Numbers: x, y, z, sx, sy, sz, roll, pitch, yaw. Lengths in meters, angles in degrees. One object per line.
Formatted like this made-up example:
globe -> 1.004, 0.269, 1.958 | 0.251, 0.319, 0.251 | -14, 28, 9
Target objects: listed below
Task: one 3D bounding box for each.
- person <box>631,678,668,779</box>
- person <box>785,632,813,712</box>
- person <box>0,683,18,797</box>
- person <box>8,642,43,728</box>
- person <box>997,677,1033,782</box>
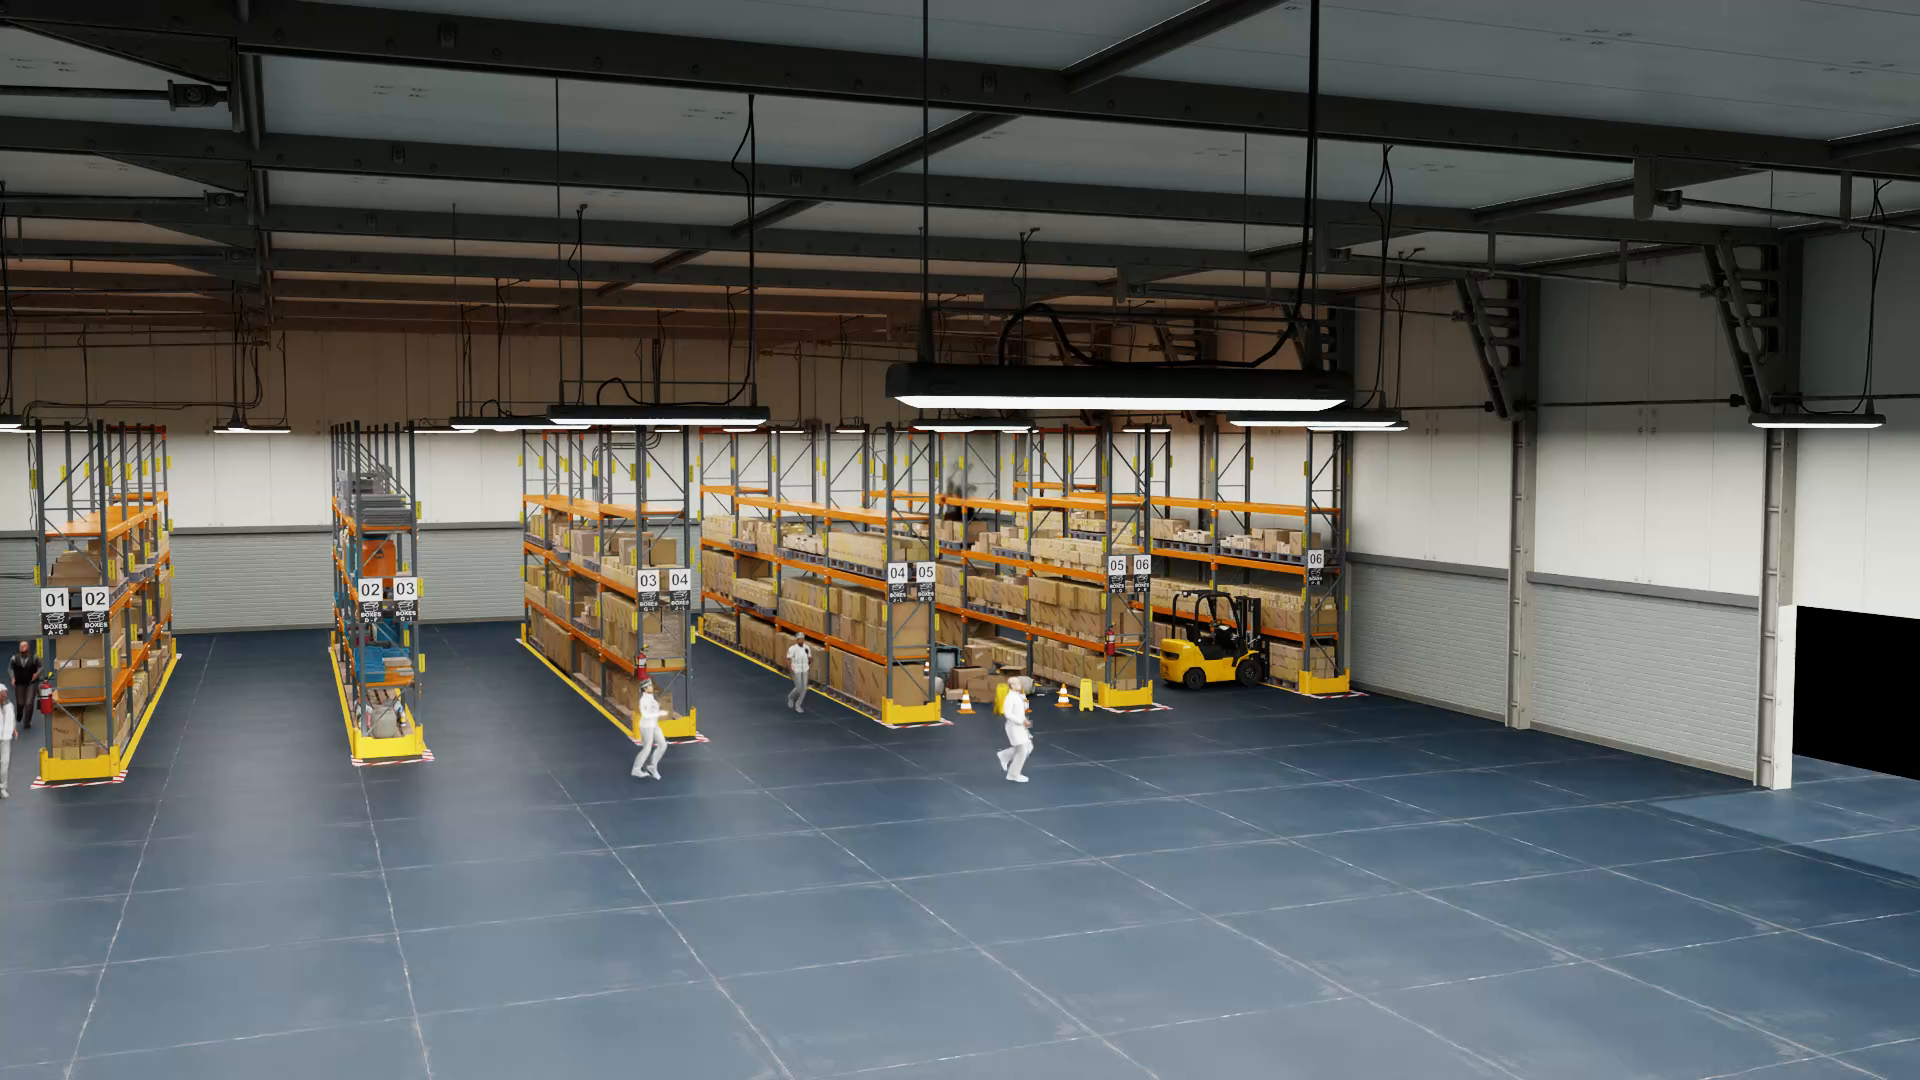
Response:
person -> -5.158, 3.150, 27.730 | 0.659, 1.728, 0.592 | 0, 4, 8
person -> -3.297, 2.739, 34.525 | 0.566, 1.670, 0.571 | -2, 4, -28
person -> -15.359, 3.175, 26.562 | 0.949, 1.758, 0.725 | 3, 4, 35
person -> -18.372, 2.842, 32.738 | 0.656, 1.696, 0.627 | -2, 4, -24
person -> 0.910, 3.138, 27.609 | 0.637, 1.735, 0.711 | 1, 4, 14
